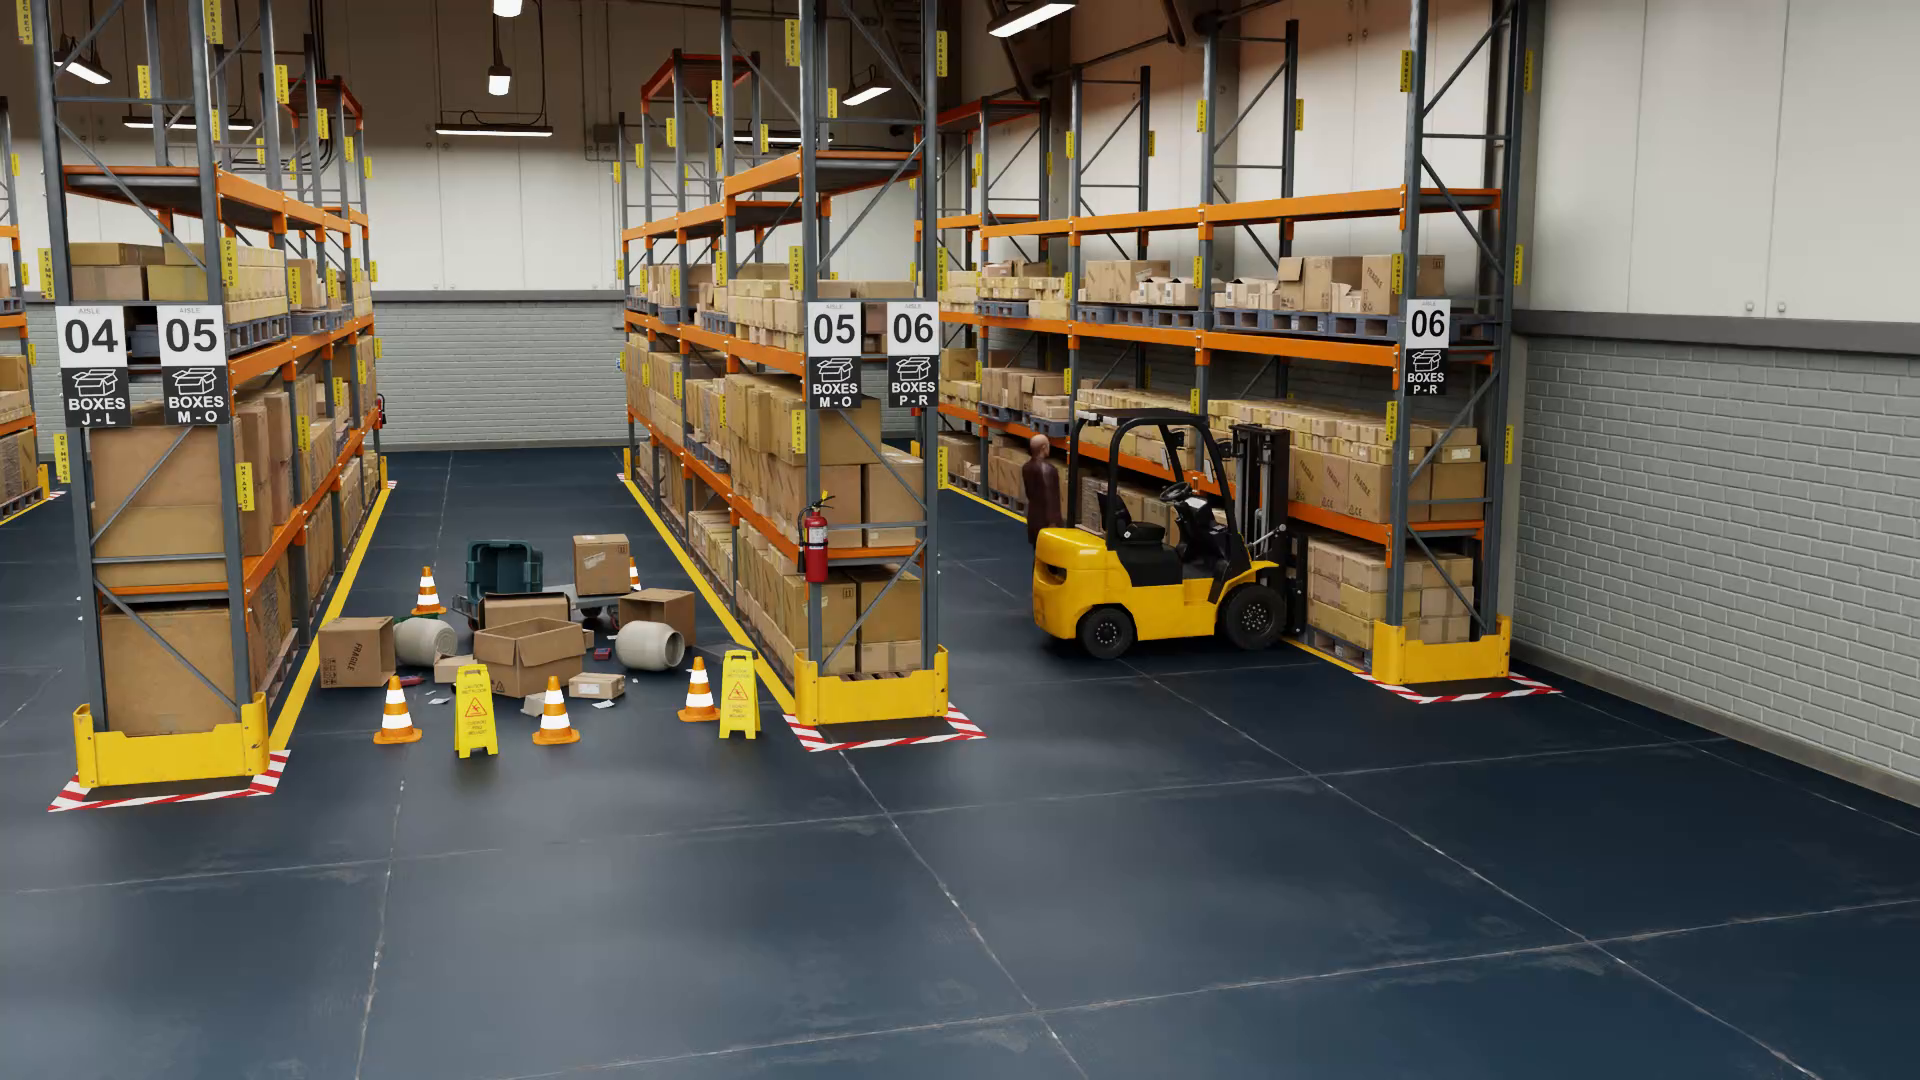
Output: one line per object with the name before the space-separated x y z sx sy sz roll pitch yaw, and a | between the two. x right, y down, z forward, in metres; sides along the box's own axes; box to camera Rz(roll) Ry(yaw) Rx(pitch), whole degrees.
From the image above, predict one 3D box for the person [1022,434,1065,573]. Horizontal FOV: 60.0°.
person | 0.915 -0.154 16.885 0.468 1.847 0.622 -4 10 -23
